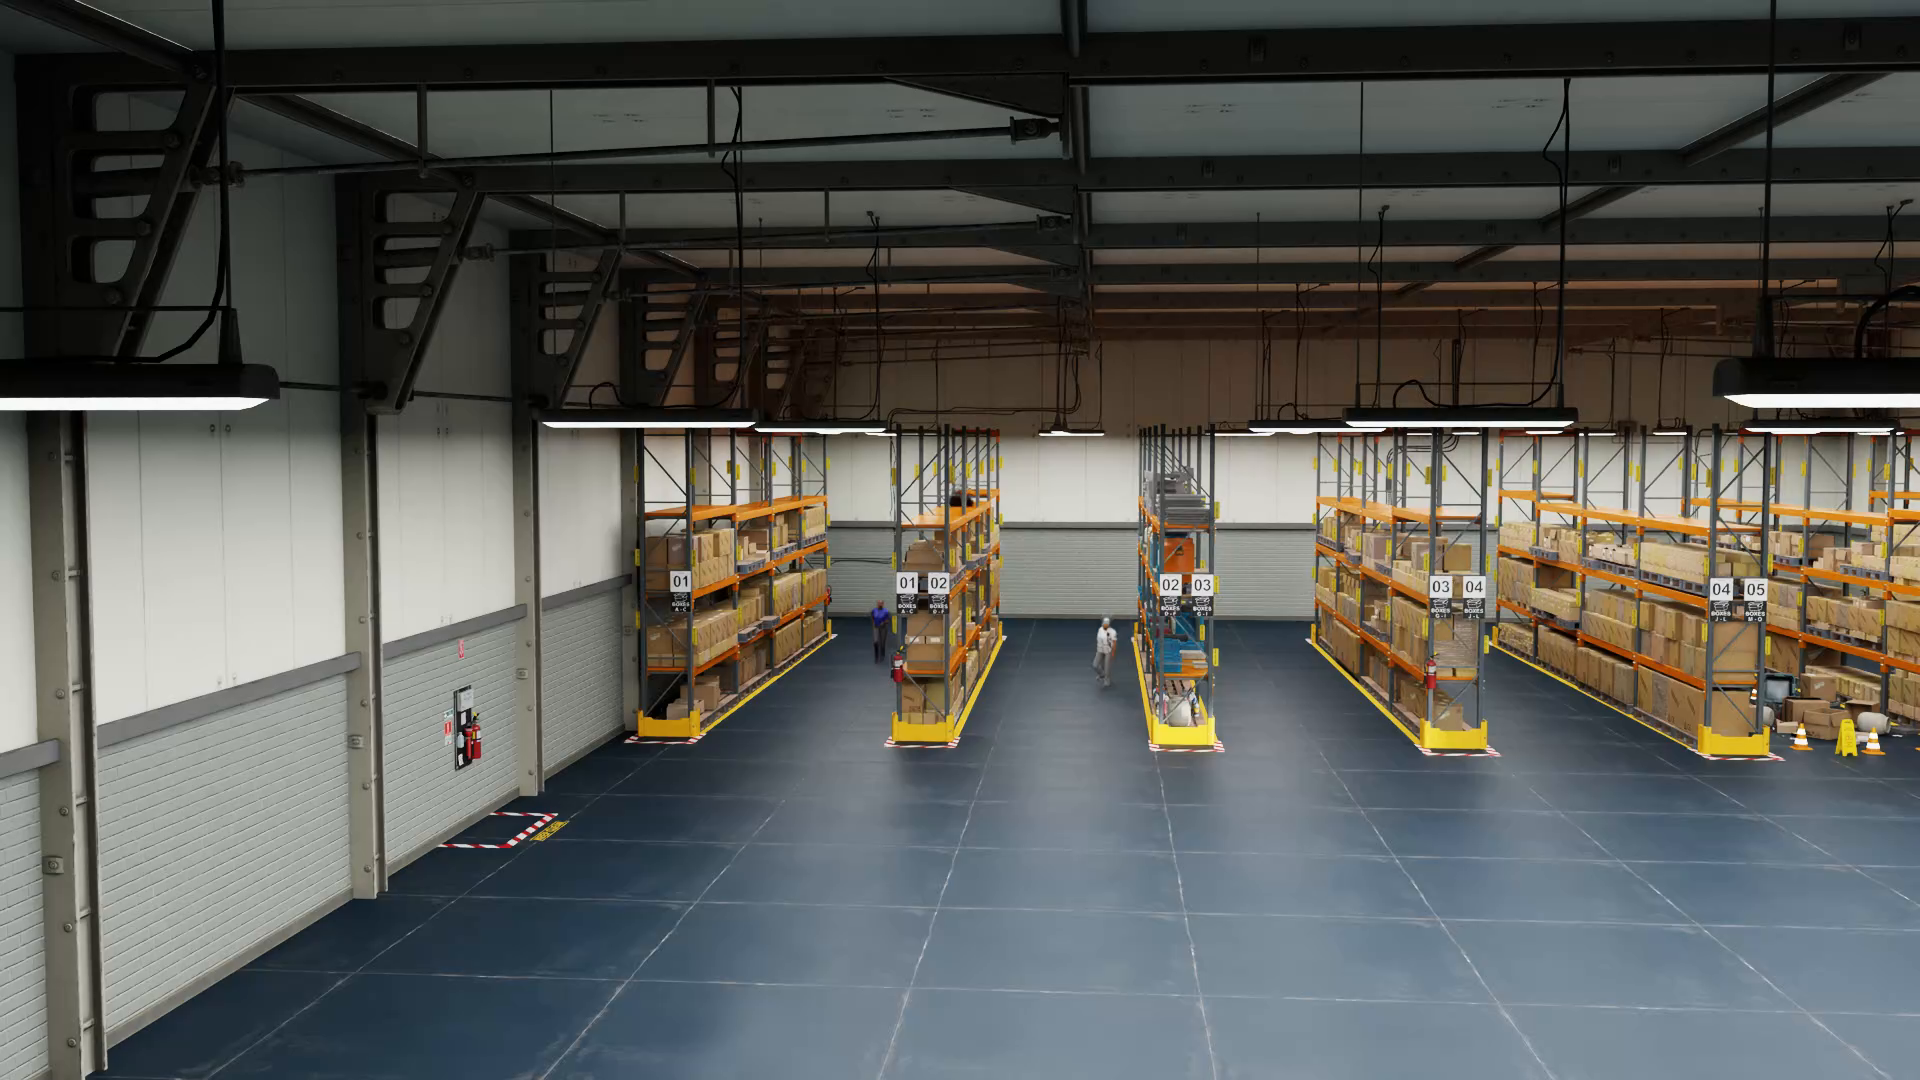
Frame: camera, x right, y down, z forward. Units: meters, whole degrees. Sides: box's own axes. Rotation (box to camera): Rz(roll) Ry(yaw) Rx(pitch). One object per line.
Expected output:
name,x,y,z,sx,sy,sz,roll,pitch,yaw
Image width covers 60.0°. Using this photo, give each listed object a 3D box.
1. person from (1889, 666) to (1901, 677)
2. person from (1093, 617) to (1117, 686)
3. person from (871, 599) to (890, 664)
person,22.377,2.441,39.318,0.660,1.750,0.926,0,3,-6
person,3.352,2.581,38.499,0.664,1.620,0.607,2,4,31
person,-2.040,2.333,42.496,0.486,1.670,0.802,0,3,-1
